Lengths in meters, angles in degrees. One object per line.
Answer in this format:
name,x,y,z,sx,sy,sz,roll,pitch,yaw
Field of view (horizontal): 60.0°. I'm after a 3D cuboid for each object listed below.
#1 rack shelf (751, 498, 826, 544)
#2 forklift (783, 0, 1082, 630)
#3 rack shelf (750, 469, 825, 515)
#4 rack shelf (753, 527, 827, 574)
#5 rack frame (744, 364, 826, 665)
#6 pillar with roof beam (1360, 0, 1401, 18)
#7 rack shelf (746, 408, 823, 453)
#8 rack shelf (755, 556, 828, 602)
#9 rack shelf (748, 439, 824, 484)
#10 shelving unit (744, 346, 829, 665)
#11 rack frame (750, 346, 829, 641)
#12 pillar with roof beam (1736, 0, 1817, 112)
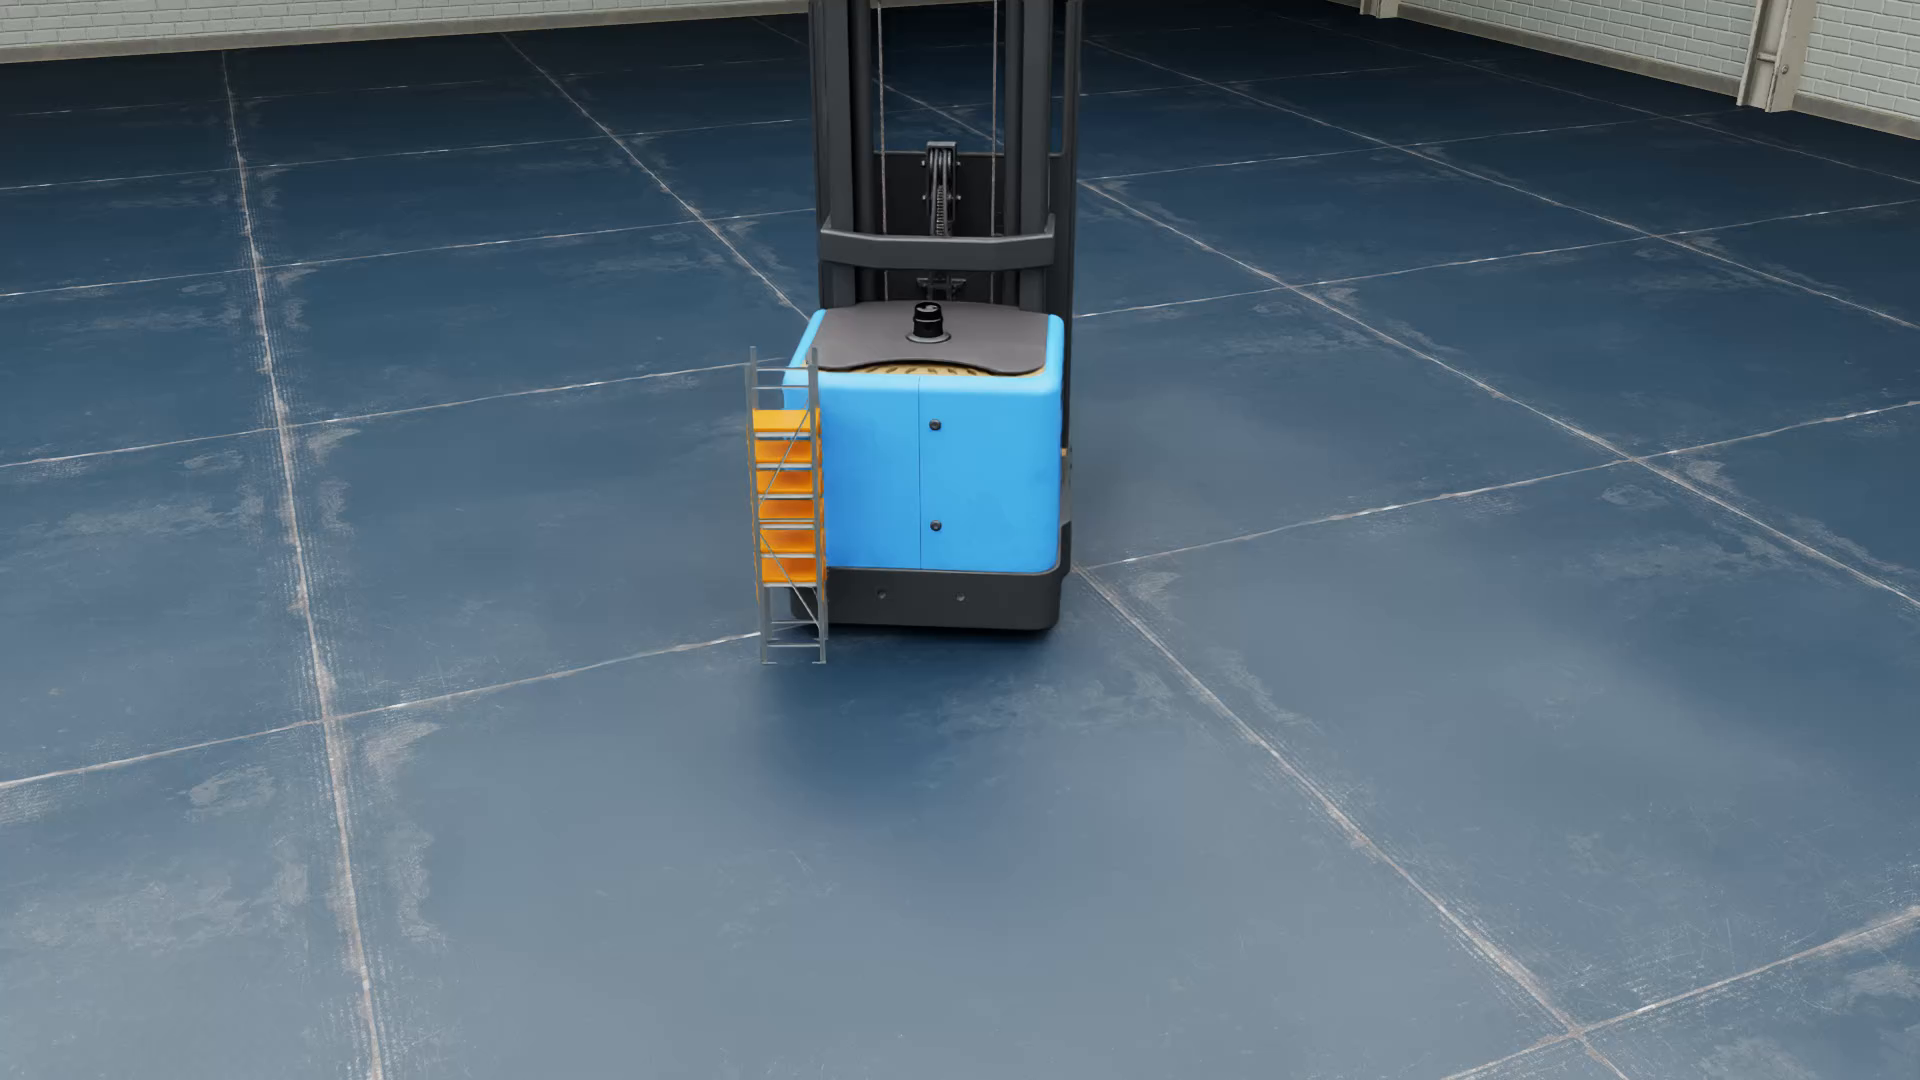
rack shelf,-0.628,-0.070,6.126,0.258,0.103,0.180,0,26,0
forklift,-0.042,-1.583,7.151,1.130,2.935,3.031,2,26,4
rack shelf,-0.628,-0.177,6.074,0.258,0.103,0.180,0,26,0
rack shelf,-0.628,0.038,6.179,0.258,0.103,0.180,0,26,0
rack frame,-0.628,-0.069,6.024,0.240,1.200,0.006,0,26,0
pillar with roof beam,1.206,-9.771,17.006,9.100,9.000,0.400,-11,28,-21
rack shelf,-0.628,-0.393,5.968,0.258,0.103,0.180,0,26,0
rack shelf,-0.628,0.146,6.231,0.258,0.103,0.180,0,26,0
rack shelf,-0.628,-0.285,6.021,0.258,0.103,0.180,0,26,0
shelving unit,-0.628,-0.109,6.107,0.258,1.200,0.189,0,26,0
rack frame,-0.629,-0.150,6.189,0.240,1.200,0.006,0,26,0
pillar with roof beam,3.555,-7.349,12.045,9.100,9.000,0.400,-11,28,-21
